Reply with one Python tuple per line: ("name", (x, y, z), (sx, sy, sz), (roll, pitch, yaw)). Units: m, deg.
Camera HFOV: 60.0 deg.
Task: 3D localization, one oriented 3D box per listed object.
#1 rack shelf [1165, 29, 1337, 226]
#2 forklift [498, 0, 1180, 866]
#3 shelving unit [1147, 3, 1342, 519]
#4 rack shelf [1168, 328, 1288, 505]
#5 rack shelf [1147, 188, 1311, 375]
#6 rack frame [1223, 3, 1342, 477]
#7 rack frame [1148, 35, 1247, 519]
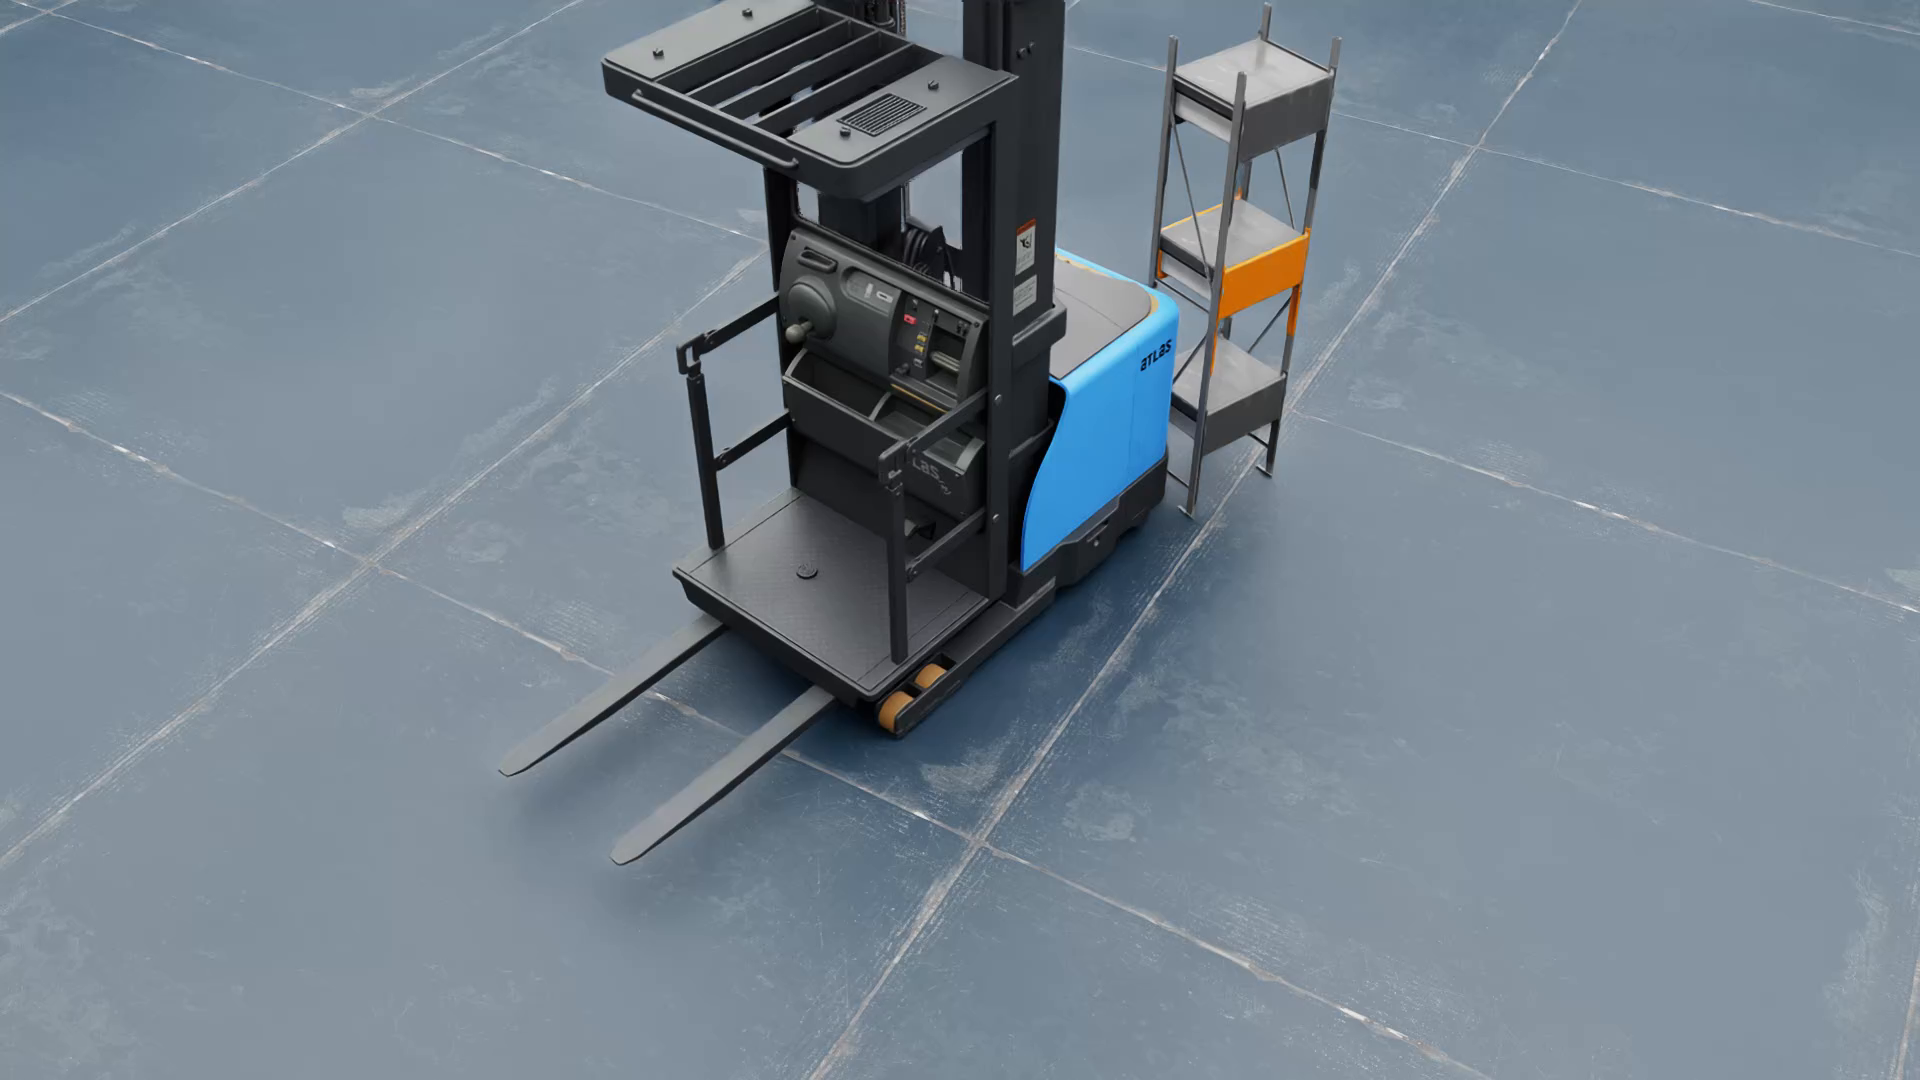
("rack shelf", (1.103, -1.602, 6.442), (0.480, 0.518, 0.431), (-26, 48, -27))
("forklift", (-0.430, -0.730, 5.861), (1.130, 2.935, 3.031), (29, 49, 29))
("shelving unit", (1.103, -1.087, 6.896), (0.503, 2.100, 0.431), (-26, 48, -27))
("rack shelf", (1.103, -0.552, 7.368), (0.480, 0.518, 0.431), (-26, 48, -27))
("rack shelf", (1.103, -1.077, 6.905), (0.480, 0.518, 0.431), (-26, 48, -27))
("rack frame", (1.299, -1.184, 7.006), (0.015, 2.100, 0.400), (-26, 48, -27))
("rack frame", (0.908, -0.991, 6.786), (0.015, 2.100, 0.400), (-26, 48, -27))
